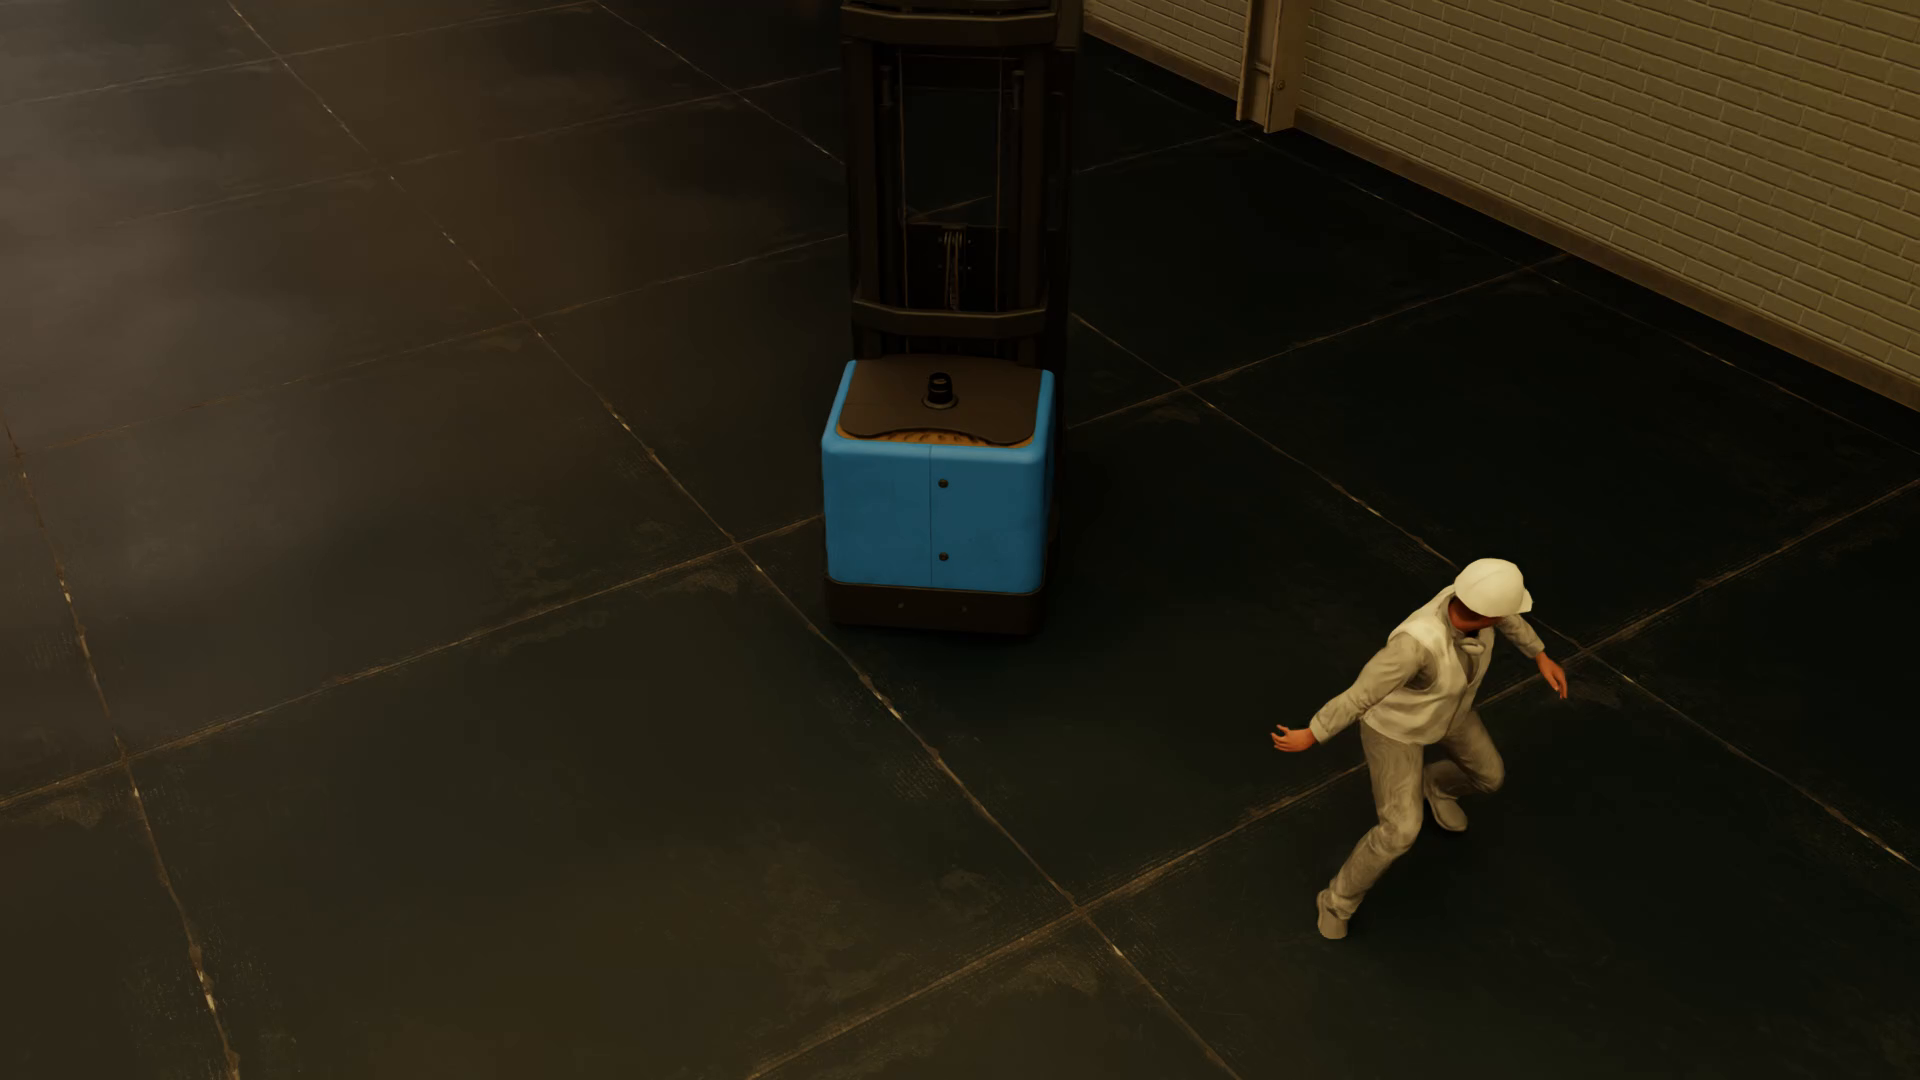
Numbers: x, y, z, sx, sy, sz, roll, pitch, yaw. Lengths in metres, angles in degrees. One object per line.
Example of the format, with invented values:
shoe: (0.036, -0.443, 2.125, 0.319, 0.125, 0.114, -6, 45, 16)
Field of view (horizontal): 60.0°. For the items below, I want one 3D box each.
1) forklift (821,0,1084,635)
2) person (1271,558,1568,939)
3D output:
forklift: (0.022, -1.577, 8.392, 1.130, 2.935, 3.031, 3, 35, 5)
person: (1.745, 0.740, 6.340, 1.038, 1.723, 0.575, -22, 40, -28)
